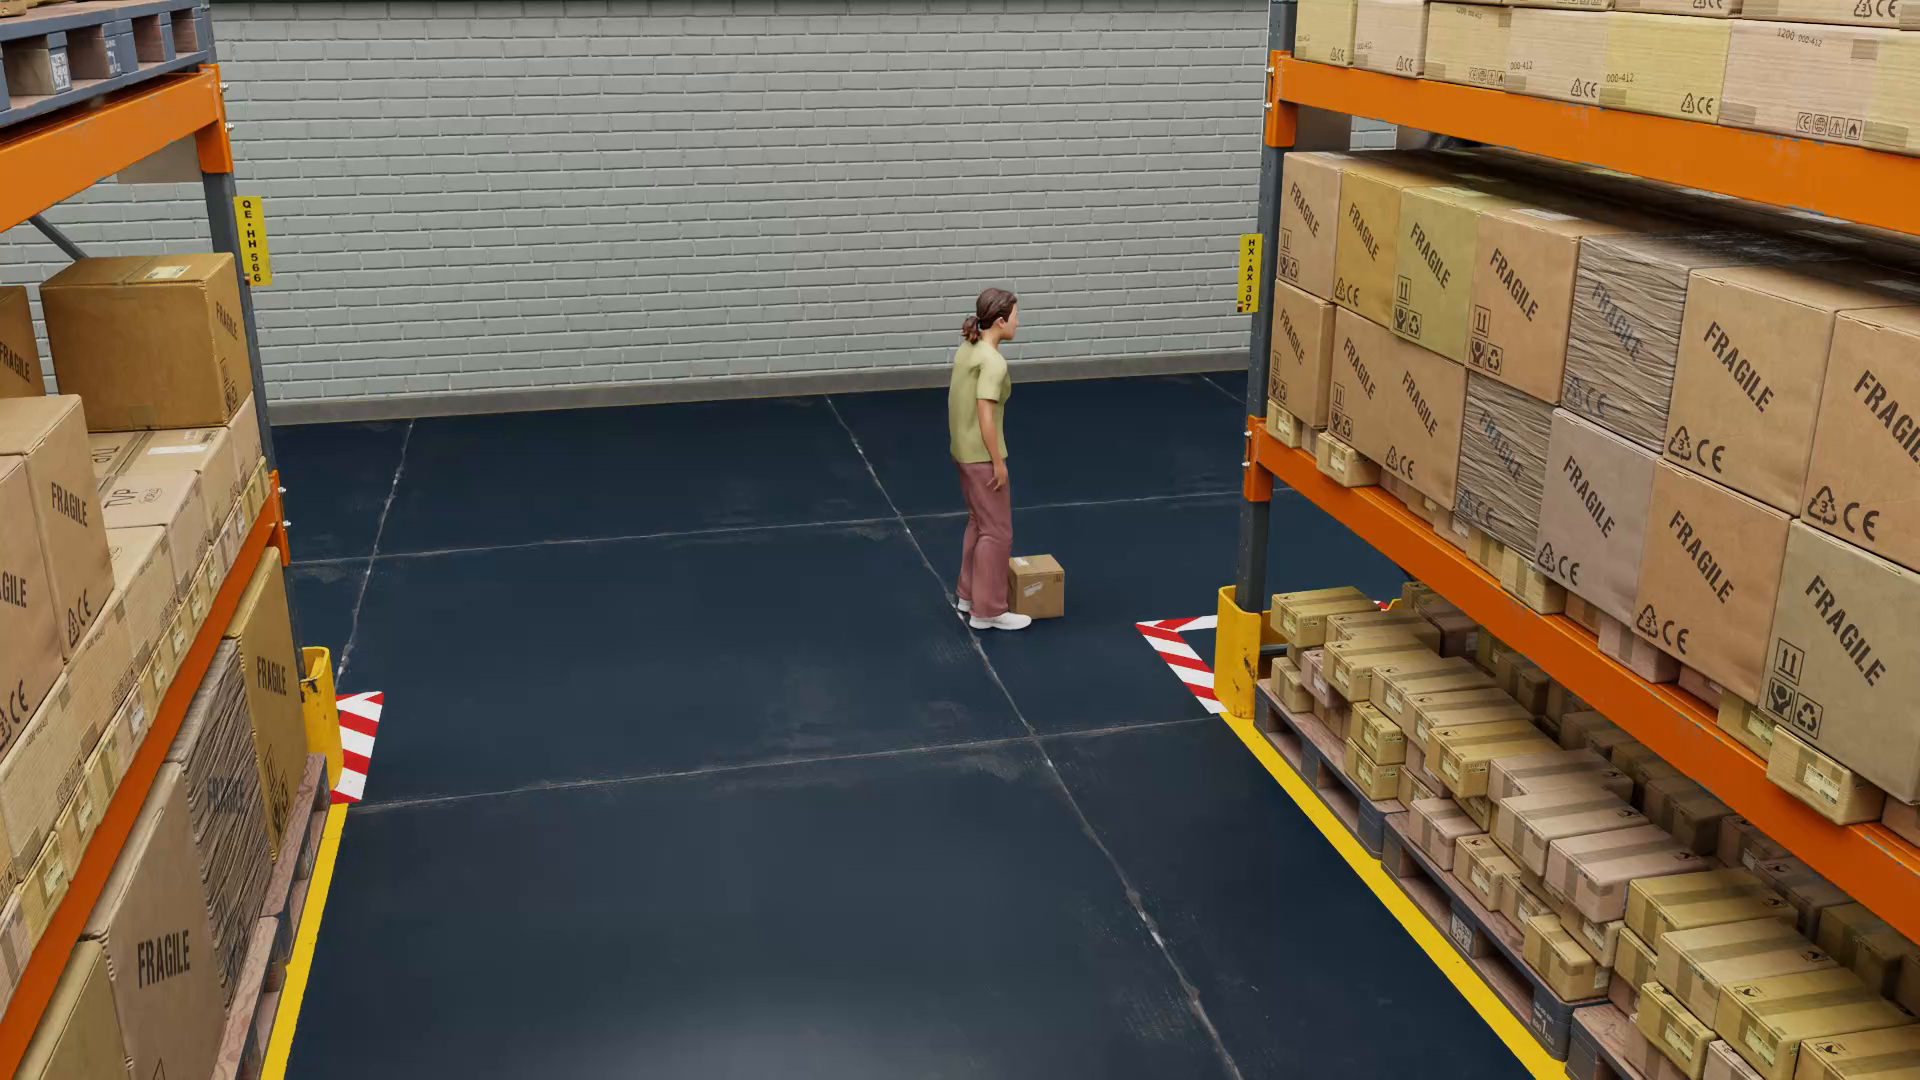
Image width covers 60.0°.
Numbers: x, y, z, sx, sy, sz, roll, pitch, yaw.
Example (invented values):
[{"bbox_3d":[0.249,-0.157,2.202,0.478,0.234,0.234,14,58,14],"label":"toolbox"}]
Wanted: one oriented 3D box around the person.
[{"bbox_3d":[0.134,-0.407,8.212,0.361,1.671,0.510,-5,20,-15],"label":"person"}]
